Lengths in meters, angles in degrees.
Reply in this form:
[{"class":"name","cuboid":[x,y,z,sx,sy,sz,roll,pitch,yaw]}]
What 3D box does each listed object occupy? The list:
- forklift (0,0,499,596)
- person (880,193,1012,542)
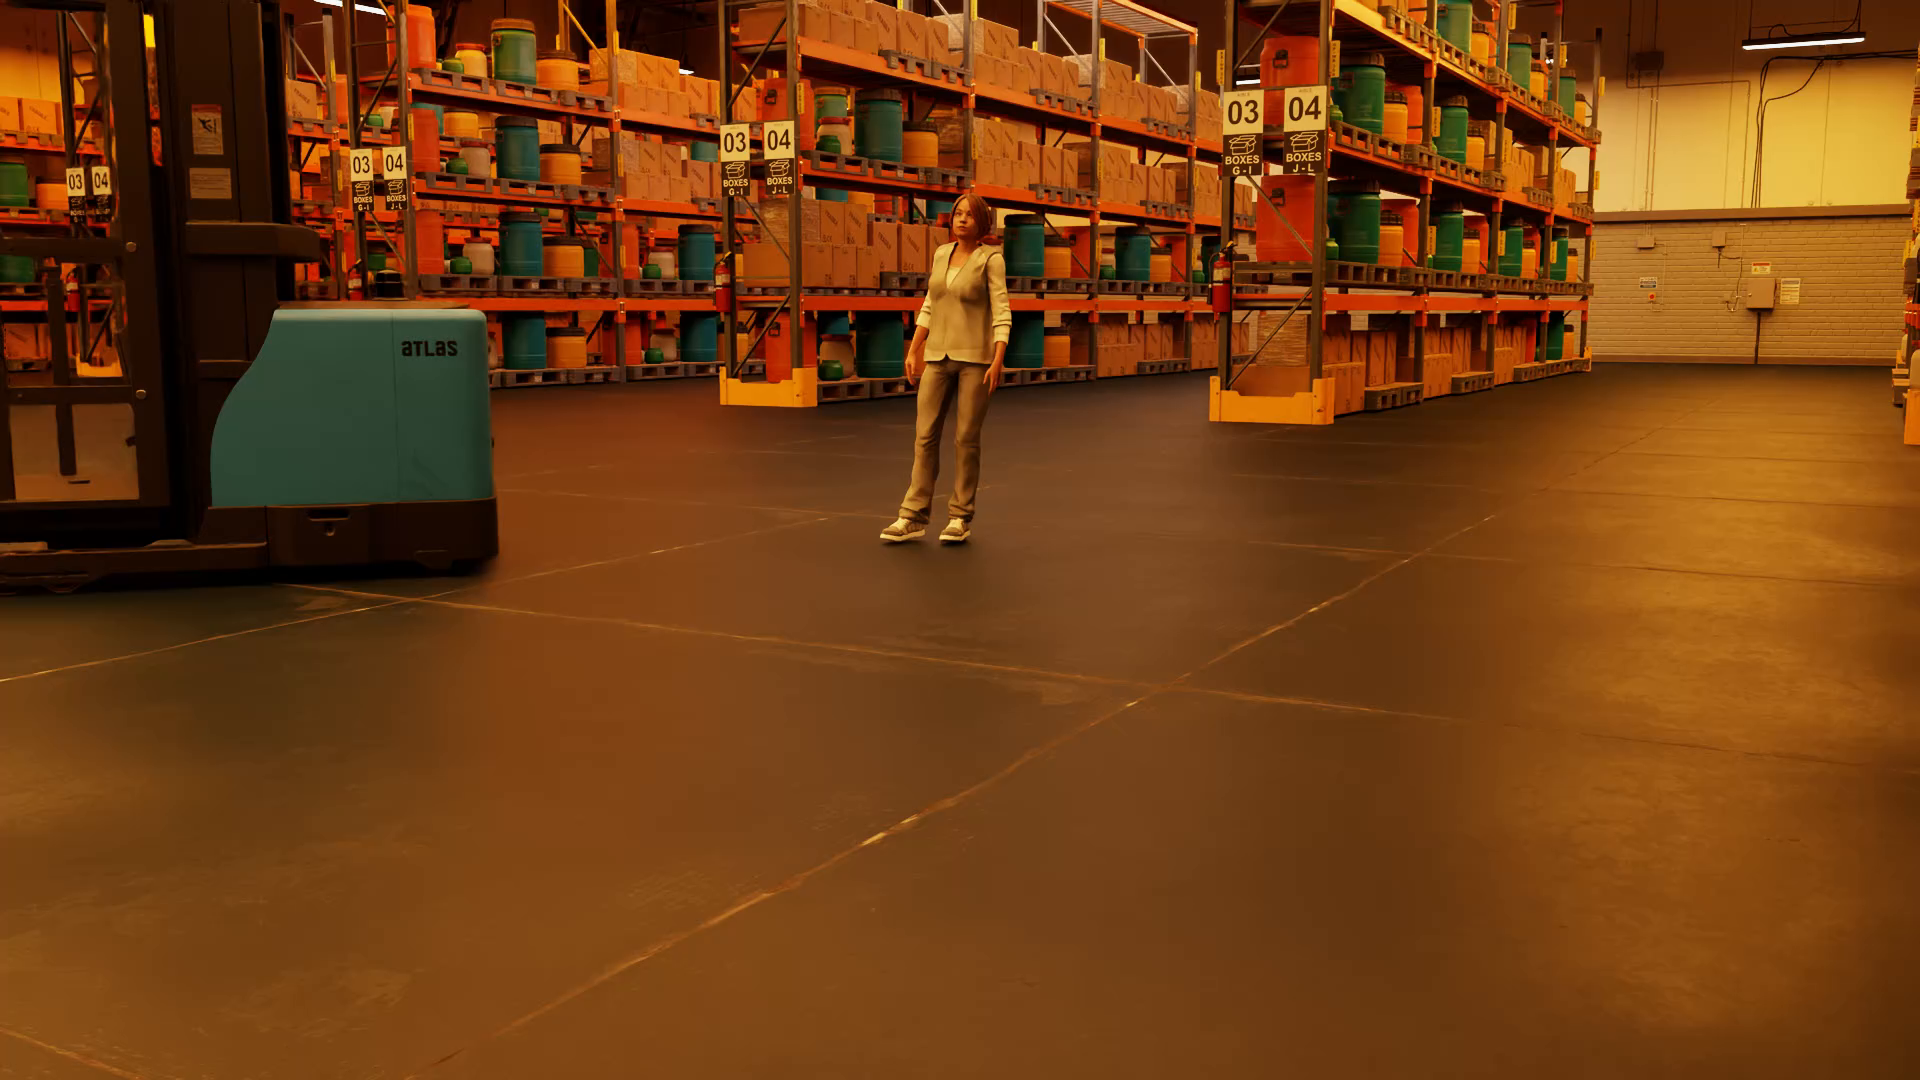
[{"class":"forklift","cuboid":[-3.477,-1.321,6.664,3.031,2.935,1.130,-2,8,-16]},{"class":"person","cuboid":[-0.048,-0.791,7.647,0.520,1.597,0.475,4,9,29]}]
